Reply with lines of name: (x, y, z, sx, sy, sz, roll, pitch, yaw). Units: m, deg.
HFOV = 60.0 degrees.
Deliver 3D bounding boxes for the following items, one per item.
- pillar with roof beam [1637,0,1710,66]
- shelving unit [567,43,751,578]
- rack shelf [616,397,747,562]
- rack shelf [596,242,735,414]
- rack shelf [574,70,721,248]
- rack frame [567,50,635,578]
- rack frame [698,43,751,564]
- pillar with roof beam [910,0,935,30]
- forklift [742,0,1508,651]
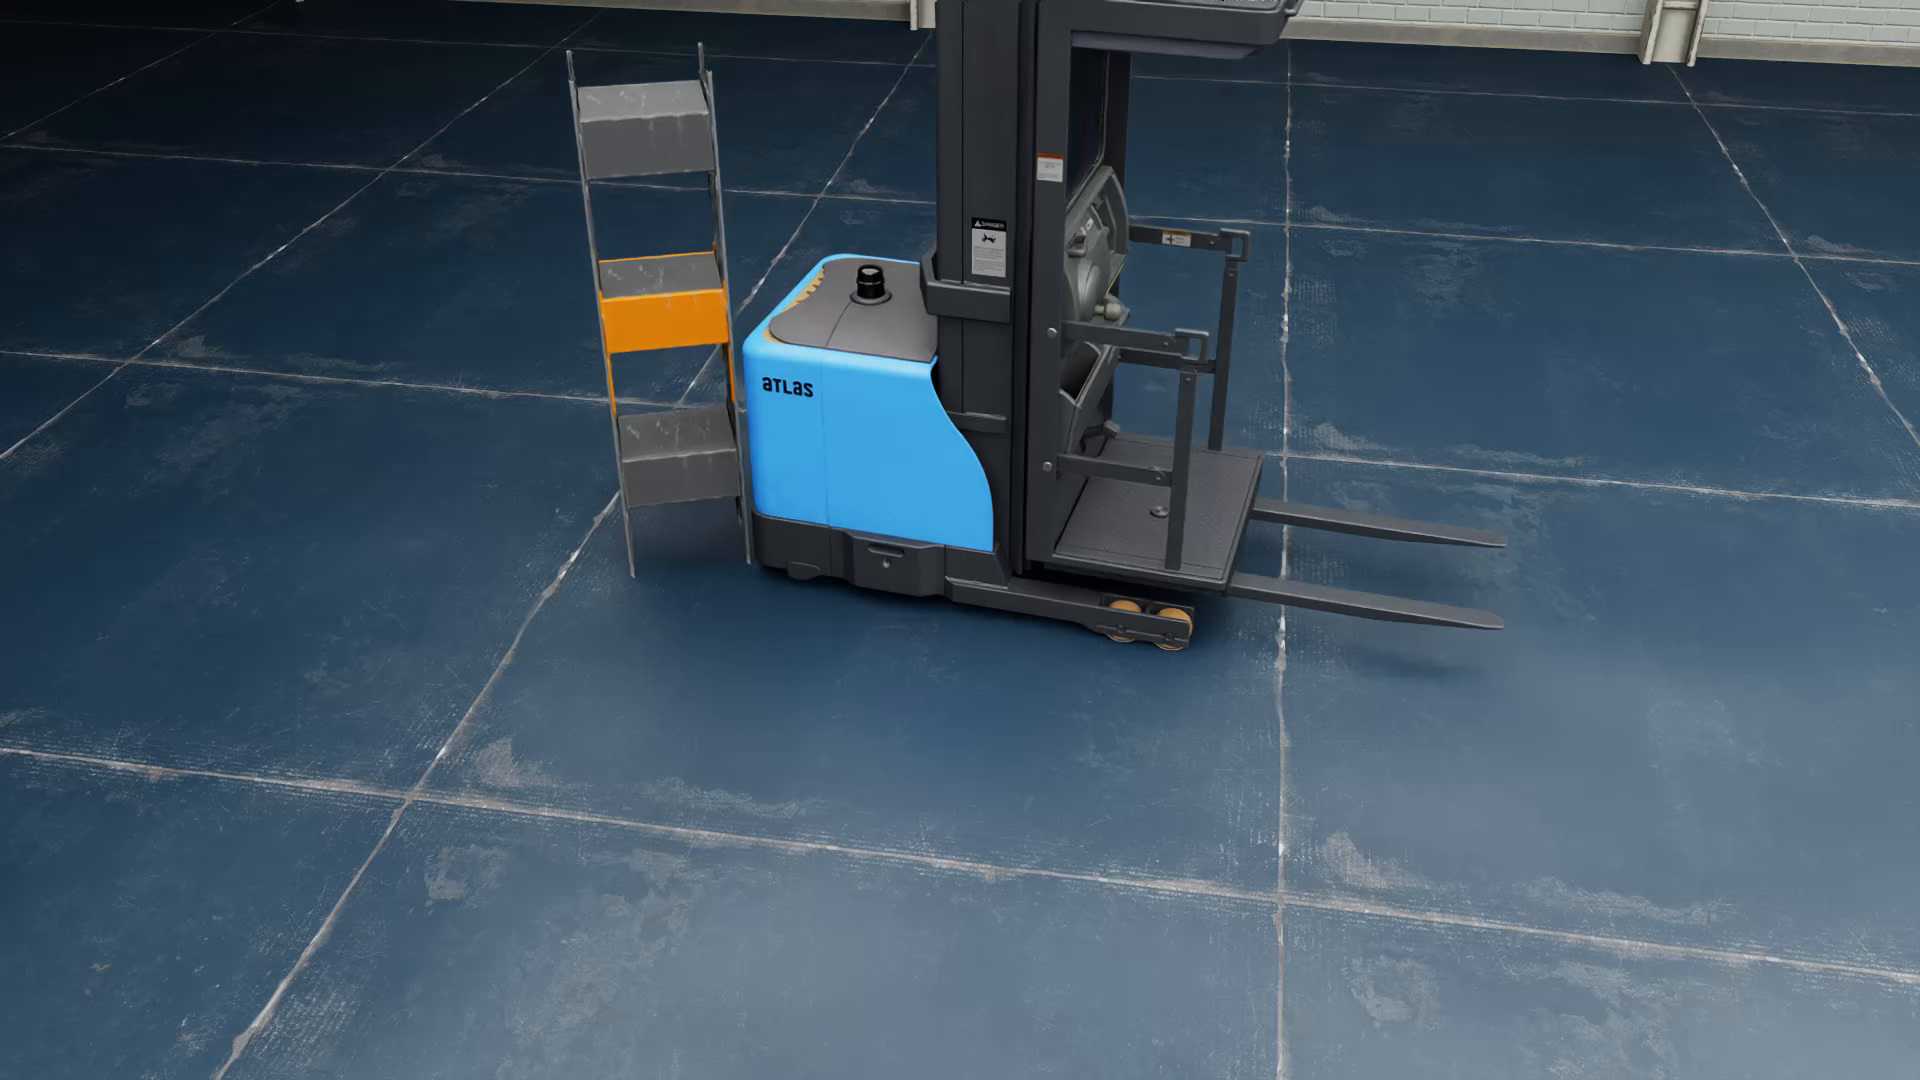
pillar with roof beam: (4.984, -5.453, 7.480, 0.400, 9.000, 9.100, 5, 32, 8)
shelving unit: (-1.181, -0.864, 6.651, 0.503, 2.100, 0.431, -7, 33, -11)
rack shelf: (-1.181, -0.259, 7.030, 0.480, 0.518, 0.431, -7, 33, -11)
rack shelf: (-1.181, -0.852, 6.659, 0.480, 0.518, 0.431, -7, 33, -11)
rack shelf: (-1.181, -1.446, 6.287, 0.480, 0.518, 0.431, -7, 33, -11)
rack frame: (-1.419, -0.836, 6.606, 0.015, 2.100, 0.400, -7, 33, -11)
rack frame: (-0.943, -0.892, 6.696, 0.015, 2.100, 0.400, -7, 33, -11)
pillar with roof beam: (-0.930, -5.988, 8.336, 0.400, 9.000, 9.100, 5, 32, 8)
forklift: (0.708, -1.121, 6.279, 3.031, 2.935, 1.130, 9, 33, 14)
